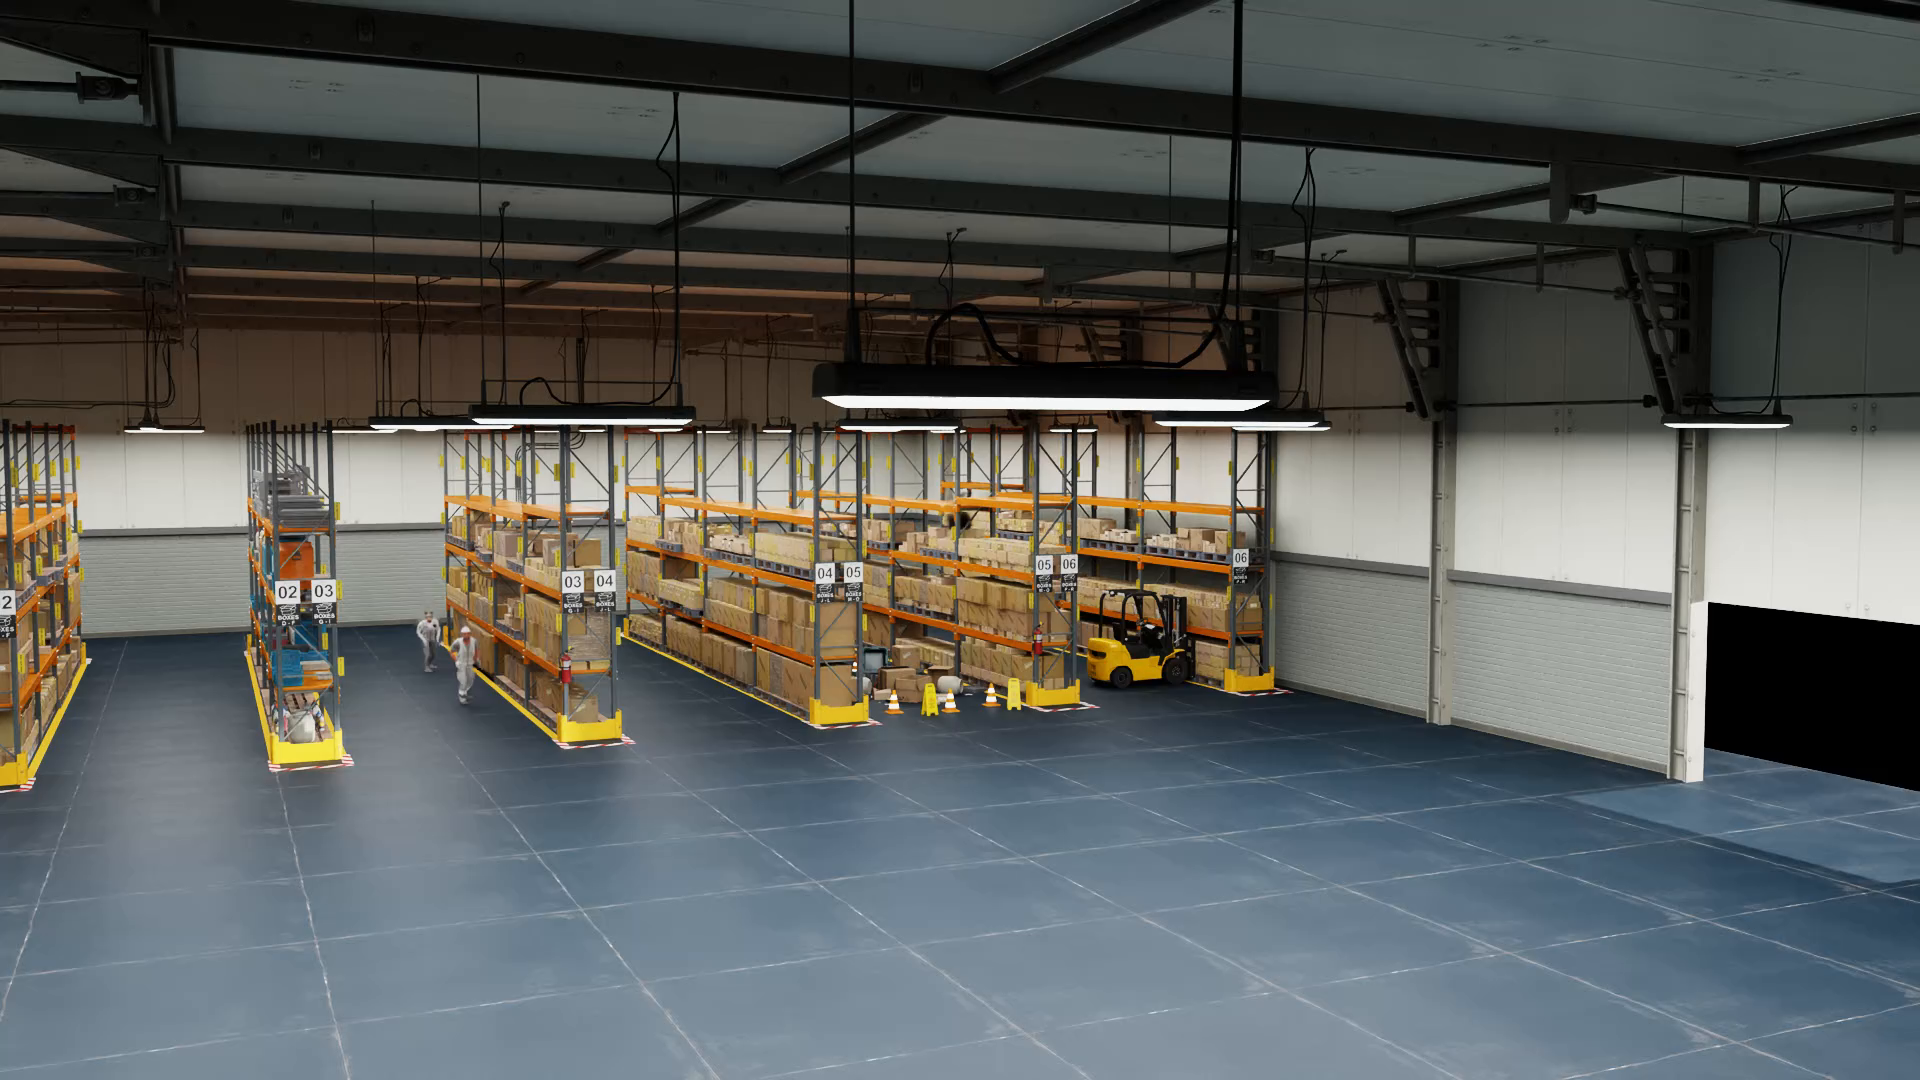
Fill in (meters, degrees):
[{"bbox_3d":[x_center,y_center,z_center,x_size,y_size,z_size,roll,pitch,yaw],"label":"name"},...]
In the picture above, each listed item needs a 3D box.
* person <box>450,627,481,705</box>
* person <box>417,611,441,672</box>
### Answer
[{"bbox_3d":[-10.586,2.662,35.484,0.654,1.695,0.866,-3,5,-42],"label":"person"},{"bbox_3d":[-12.886,2.445,40.310,0.614,1.516,0.840,-3,5,-41],"label":"person"}]
